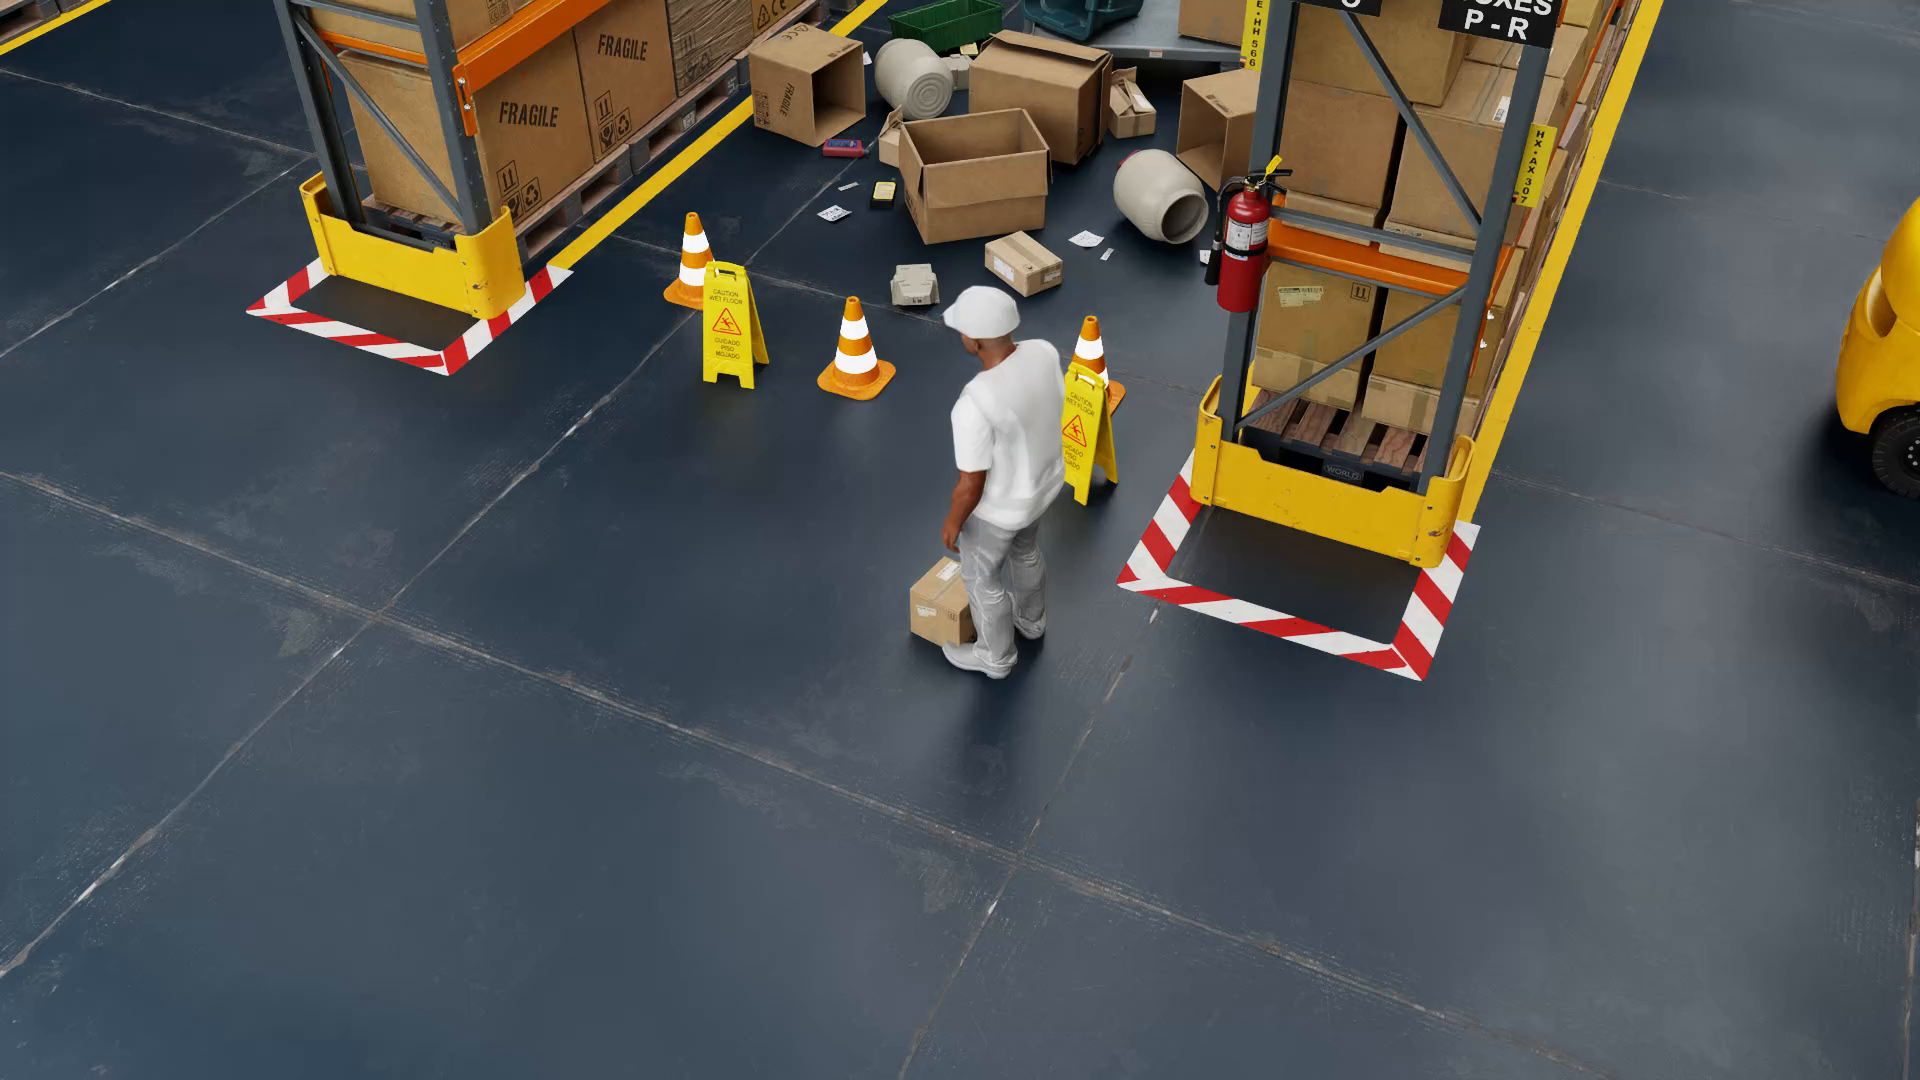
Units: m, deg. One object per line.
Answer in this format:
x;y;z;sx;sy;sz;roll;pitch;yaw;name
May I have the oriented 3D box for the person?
0.154;-0.206;6.377;0.458;1.761;0.626;26;48;27;person
